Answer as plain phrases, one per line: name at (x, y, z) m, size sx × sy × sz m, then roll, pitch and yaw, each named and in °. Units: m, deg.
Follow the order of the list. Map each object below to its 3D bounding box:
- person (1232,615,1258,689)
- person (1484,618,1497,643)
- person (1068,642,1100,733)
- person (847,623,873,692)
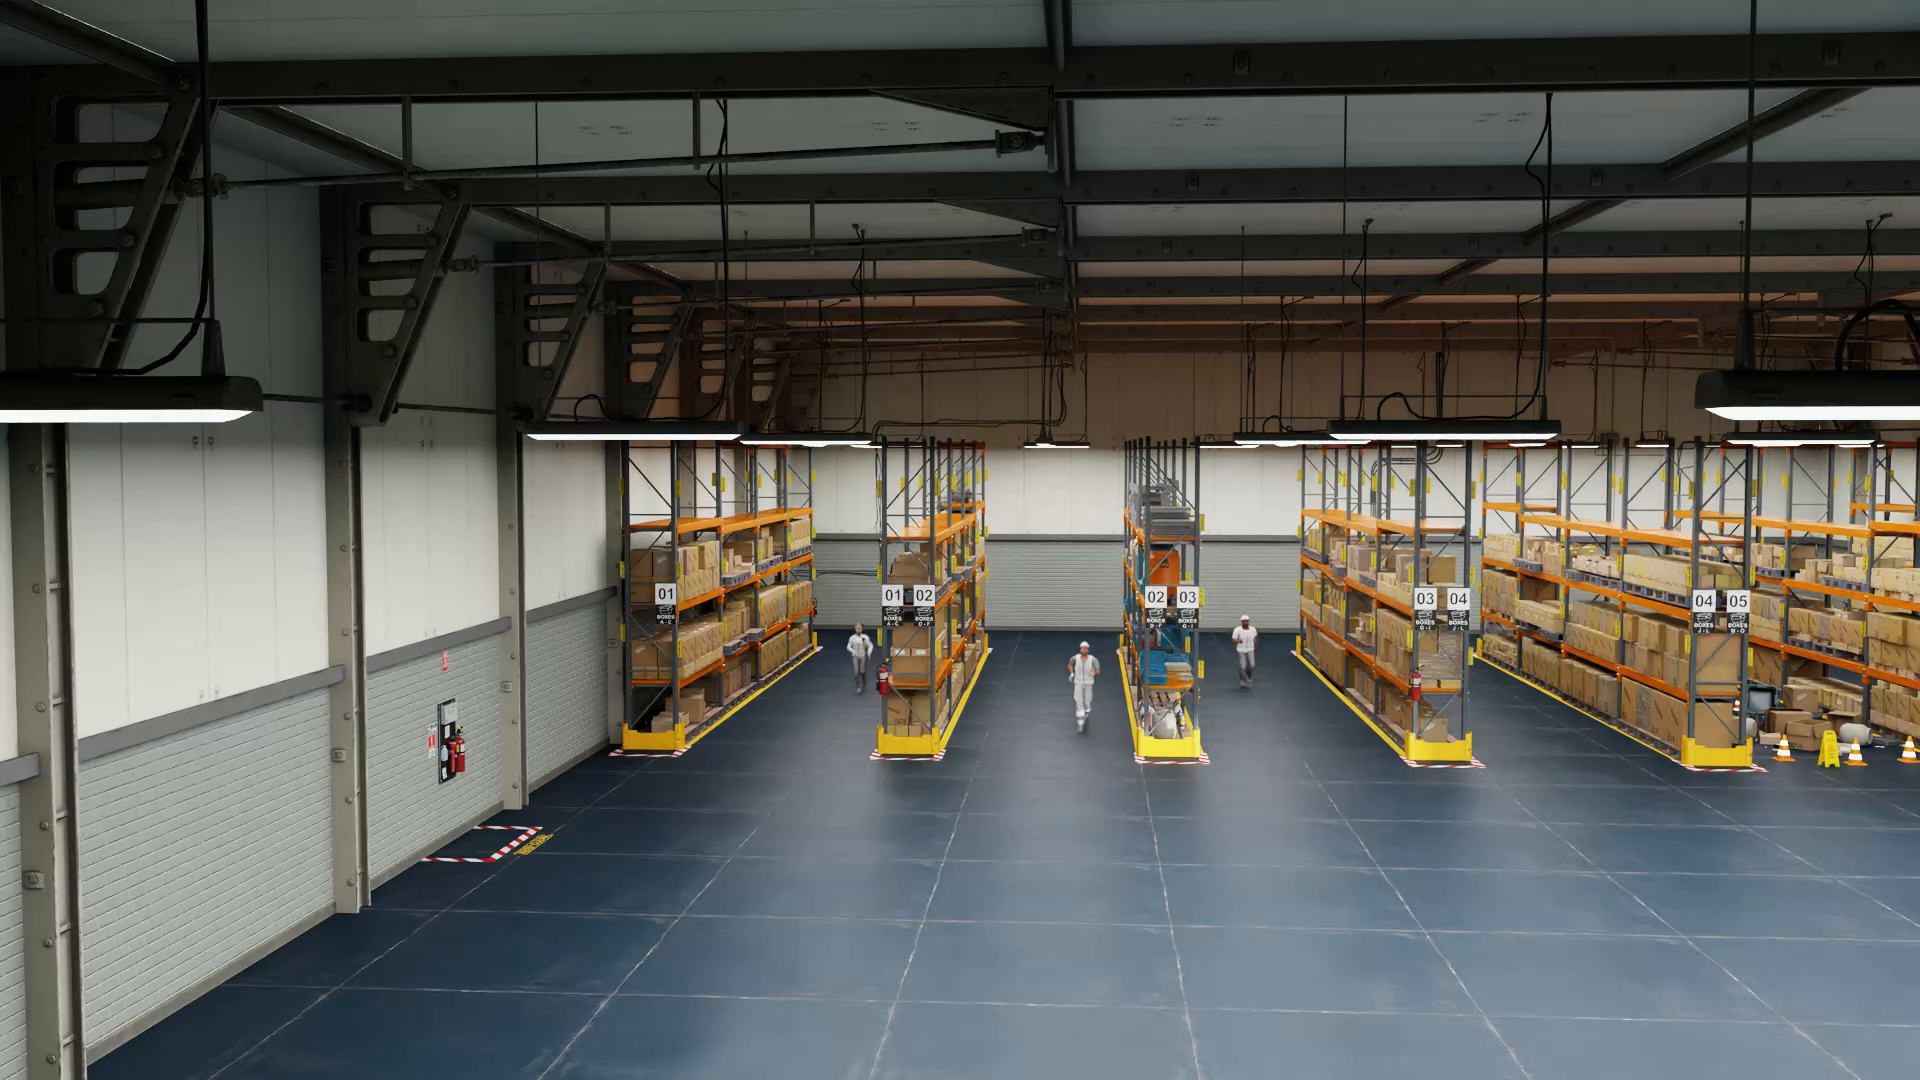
person at (6.904, 2.705, 40.106) m, size 0.676 × 1.783 × 0.661 m, roll 0°, pitch 3°, yaw -2°
person at (15.259, 2.358, 47.615) m, size 0.750 × 1.746 × 0.852 m, roll 1°, pitch 3°, yaw 17°
person at (2.546, 2.985, 34.104) m, size 0.651 × 1.807 × 0.979 m, roll 0°, pitch 3°, yaw 4°
person at (-2.387, 2.790, 39.425) m, size 0.607 × 1.659 × 0.518 m, roll 0°, pitch 3°, yaw 3°
